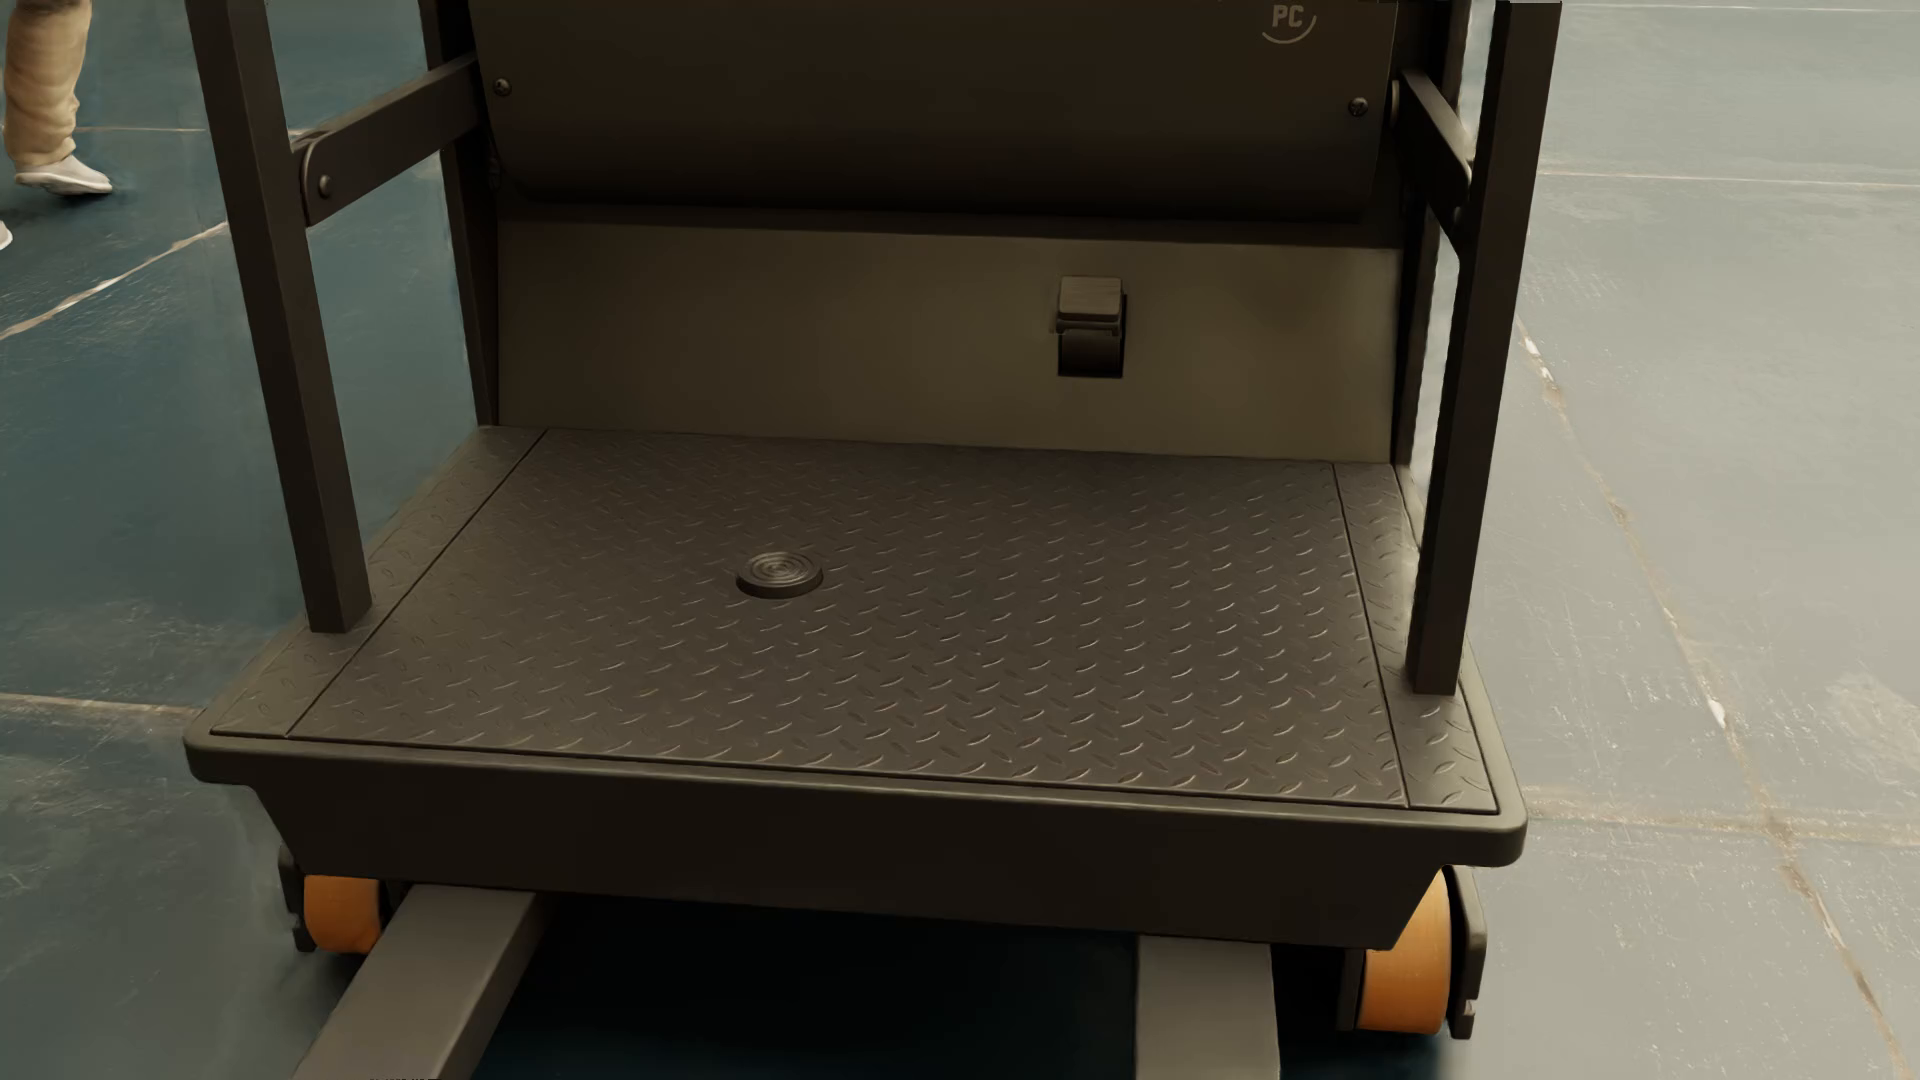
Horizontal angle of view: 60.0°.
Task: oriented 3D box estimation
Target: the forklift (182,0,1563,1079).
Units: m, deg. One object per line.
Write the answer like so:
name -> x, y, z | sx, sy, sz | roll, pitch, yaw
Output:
forklift -> -0.055, -1.009, 1.239 | 1.130, 2.935, 3.031 | 3, 27, 6

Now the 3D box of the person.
person -> -2.149, -1.437, 3.664 | 0.773, 1.560, 0.797 | -1, 27, -2
